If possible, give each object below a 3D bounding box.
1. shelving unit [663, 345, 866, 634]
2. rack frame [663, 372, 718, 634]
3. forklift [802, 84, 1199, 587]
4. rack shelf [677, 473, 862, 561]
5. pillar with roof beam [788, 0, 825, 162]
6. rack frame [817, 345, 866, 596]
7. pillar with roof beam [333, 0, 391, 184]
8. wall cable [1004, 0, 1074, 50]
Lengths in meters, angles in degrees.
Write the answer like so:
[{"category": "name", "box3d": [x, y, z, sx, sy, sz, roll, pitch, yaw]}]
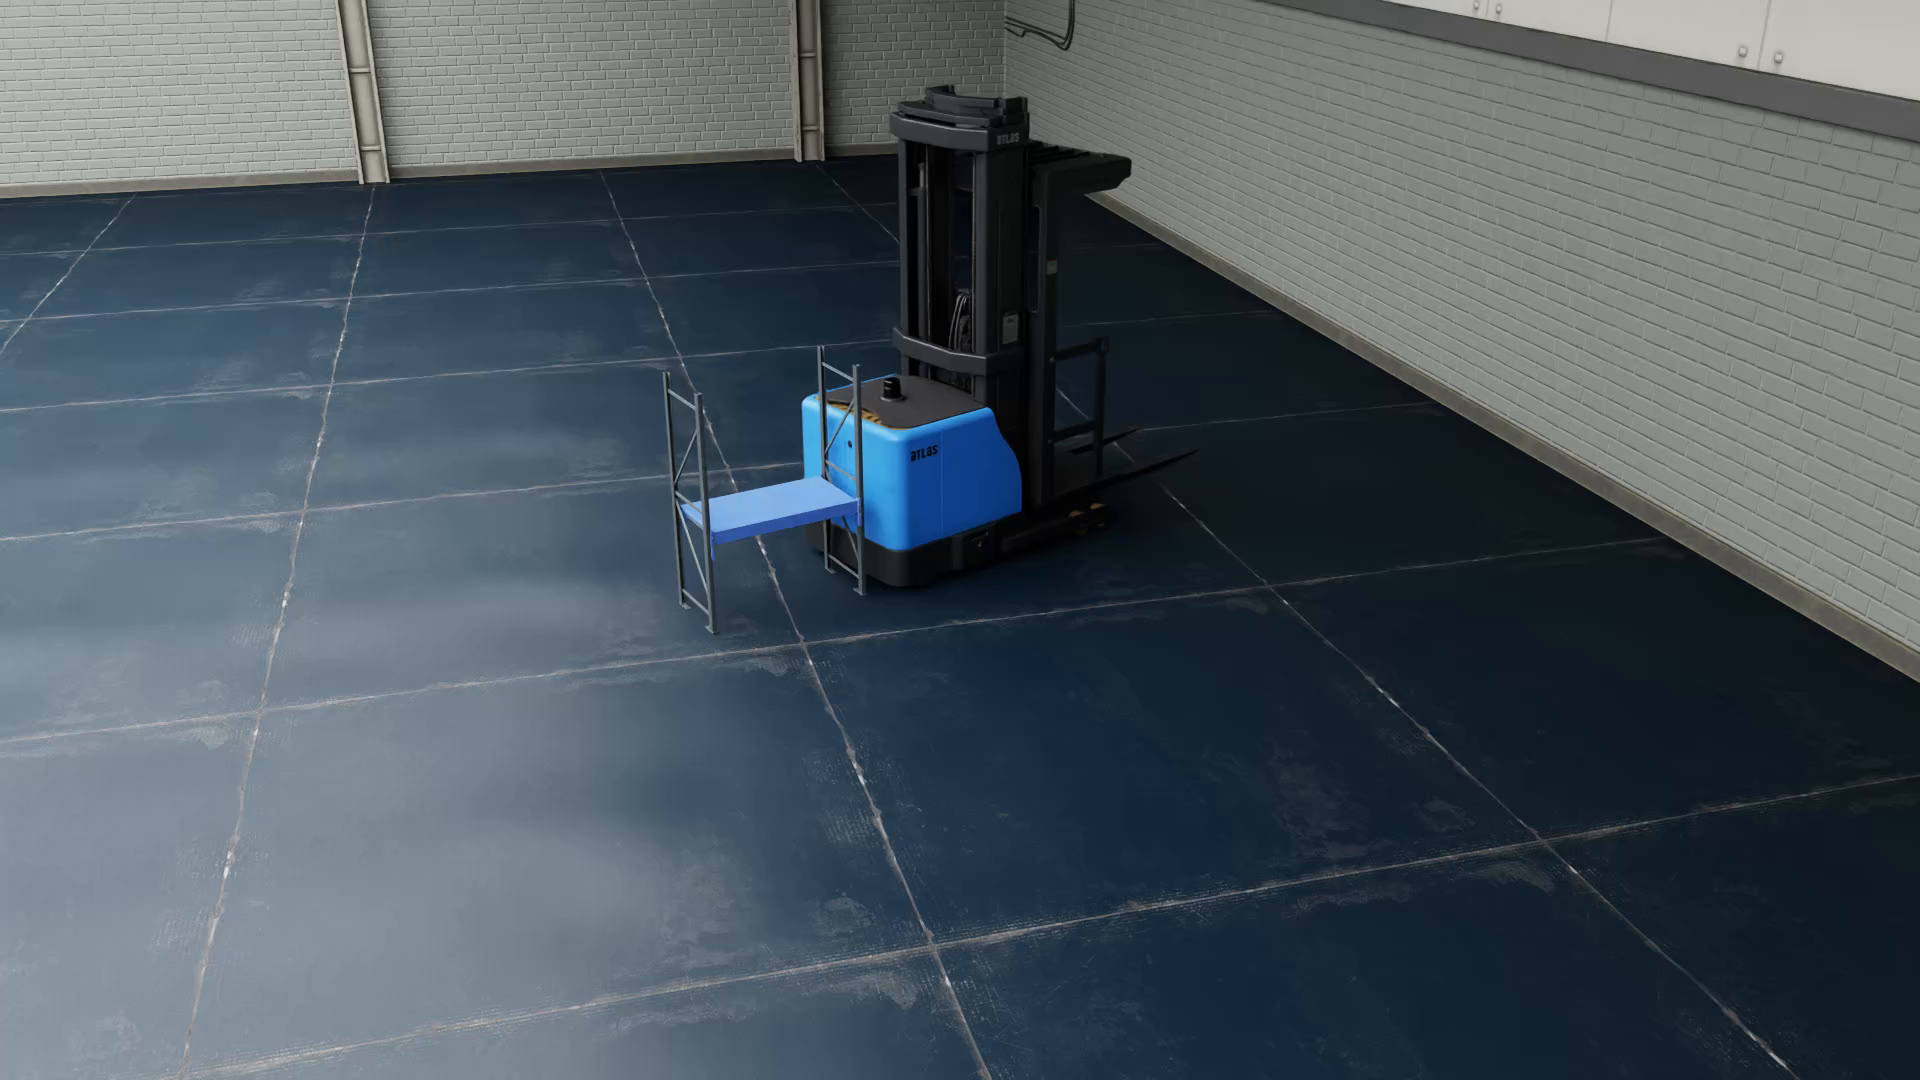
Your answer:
[{"category": "shelving unit", "box3d": [-1.165, -0.318, 10.089, 1.048, 1.500, 0.538, -14, 27, -29]}, {"category": "rack frame", "box3d": [-1.597, -0.212, 9.842, 0.032, 1.500, 0.500, -14, 27, -29]}, {"category": "forklift", "box3d": [0.408, -1.520, 11.076, 3.031, 2.935, 1.130, -19, 30, -37]}, {"category": "rack shelf", "box3d": [-1.165, -0.153, 10.160, 1.000, 0.185, 0.538, -14, 27, -29]}, {"category": "pillar with roof beam", "box3d": [-1.017, -8.024, 18.538, 0.400, 9.000, 9.100, -6, 24, -14]}, {"category": "rack frame", "box3d": [-0.734, -0.424, 10.336, 0.032, 1.500, 0.500, -14, 27, -29]}, {"category": "pillar with roof beam", "box3d": [-6.794, -7.385, 17.049, 0.400, 9.000, 9.100, -6, 24, -14]}, {"category": "wall cable", "box3d": [1.014, -8.043, 22.521, 0.112, 2.526, 3.097, -6, 24, -14]}]
